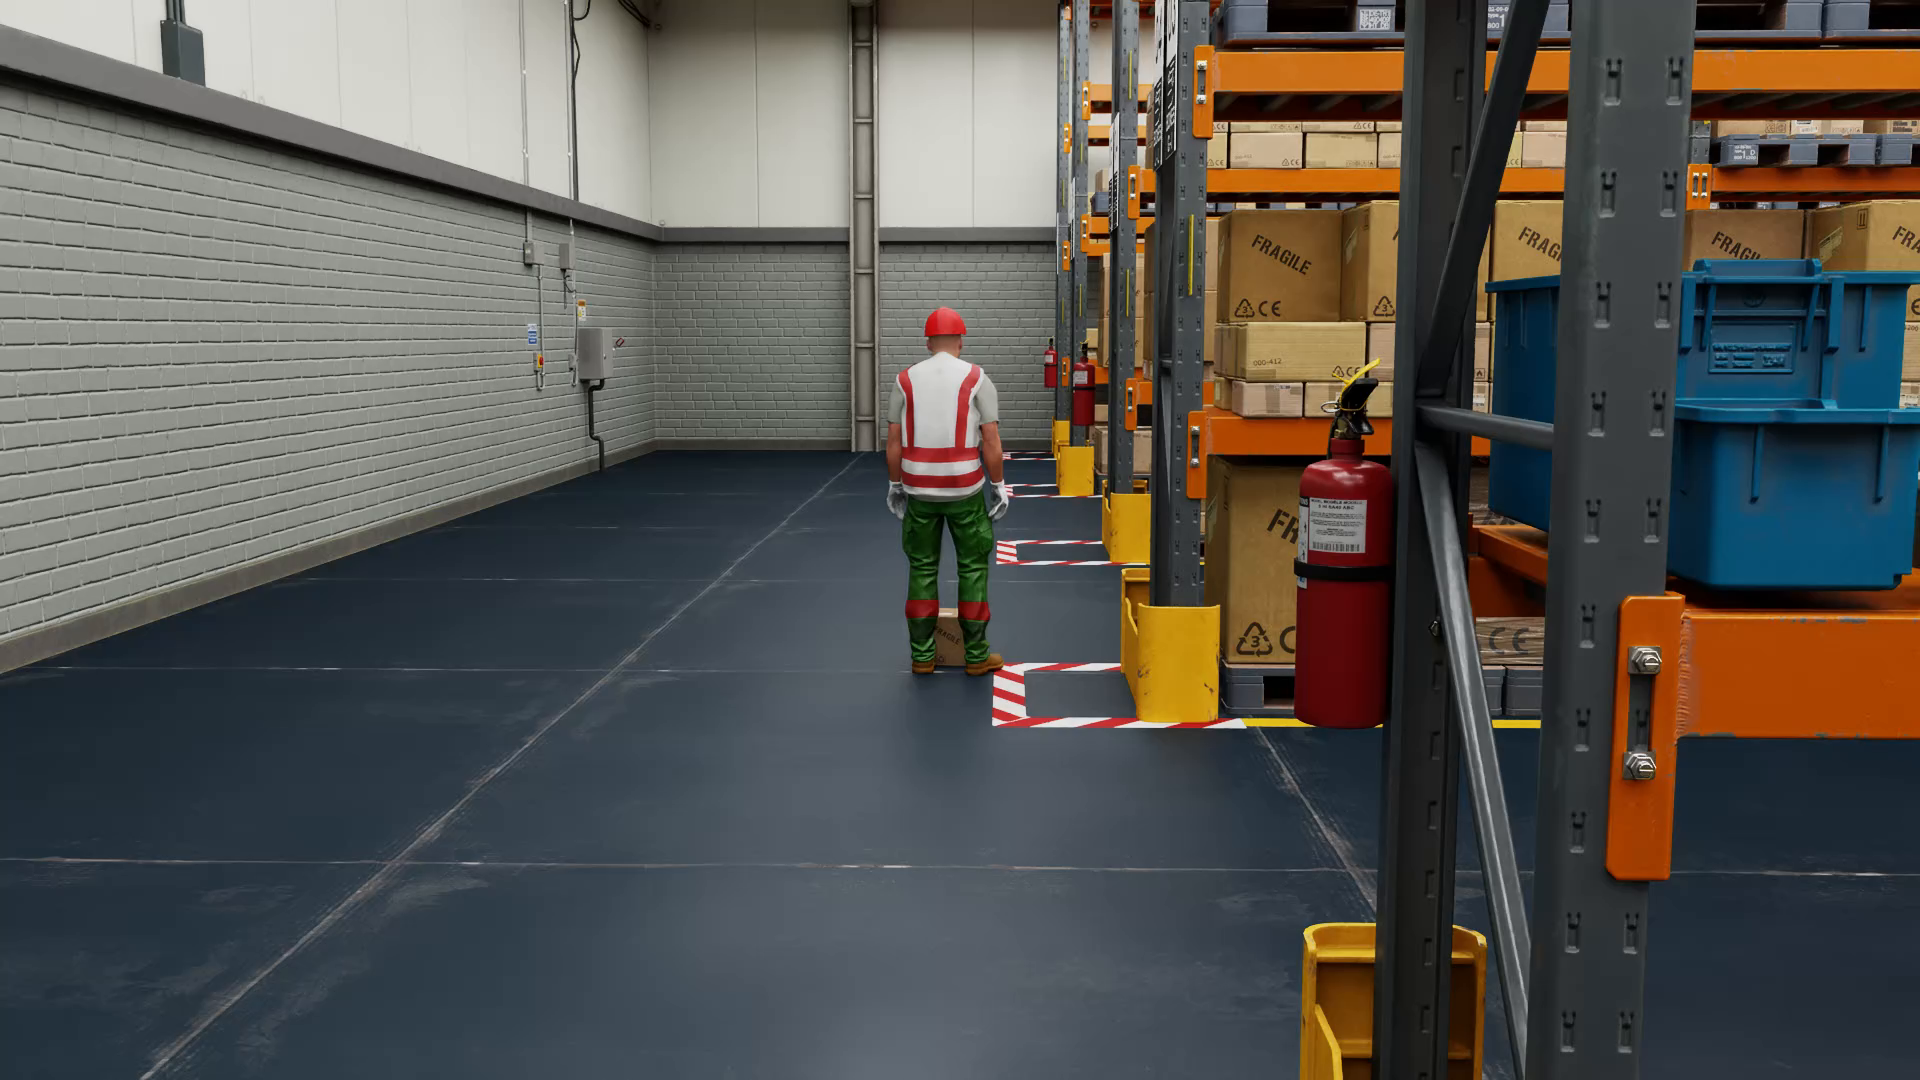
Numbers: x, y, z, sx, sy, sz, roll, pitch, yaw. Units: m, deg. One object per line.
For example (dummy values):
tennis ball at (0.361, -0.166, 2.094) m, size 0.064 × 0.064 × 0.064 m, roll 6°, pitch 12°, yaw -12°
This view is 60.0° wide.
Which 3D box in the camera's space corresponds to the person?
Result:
person at (-0.066, -0.239, 8.111) m, size 0.609 × 1.780 × 0.448 m, roll 2°, pitch 7°, yaw 13°
